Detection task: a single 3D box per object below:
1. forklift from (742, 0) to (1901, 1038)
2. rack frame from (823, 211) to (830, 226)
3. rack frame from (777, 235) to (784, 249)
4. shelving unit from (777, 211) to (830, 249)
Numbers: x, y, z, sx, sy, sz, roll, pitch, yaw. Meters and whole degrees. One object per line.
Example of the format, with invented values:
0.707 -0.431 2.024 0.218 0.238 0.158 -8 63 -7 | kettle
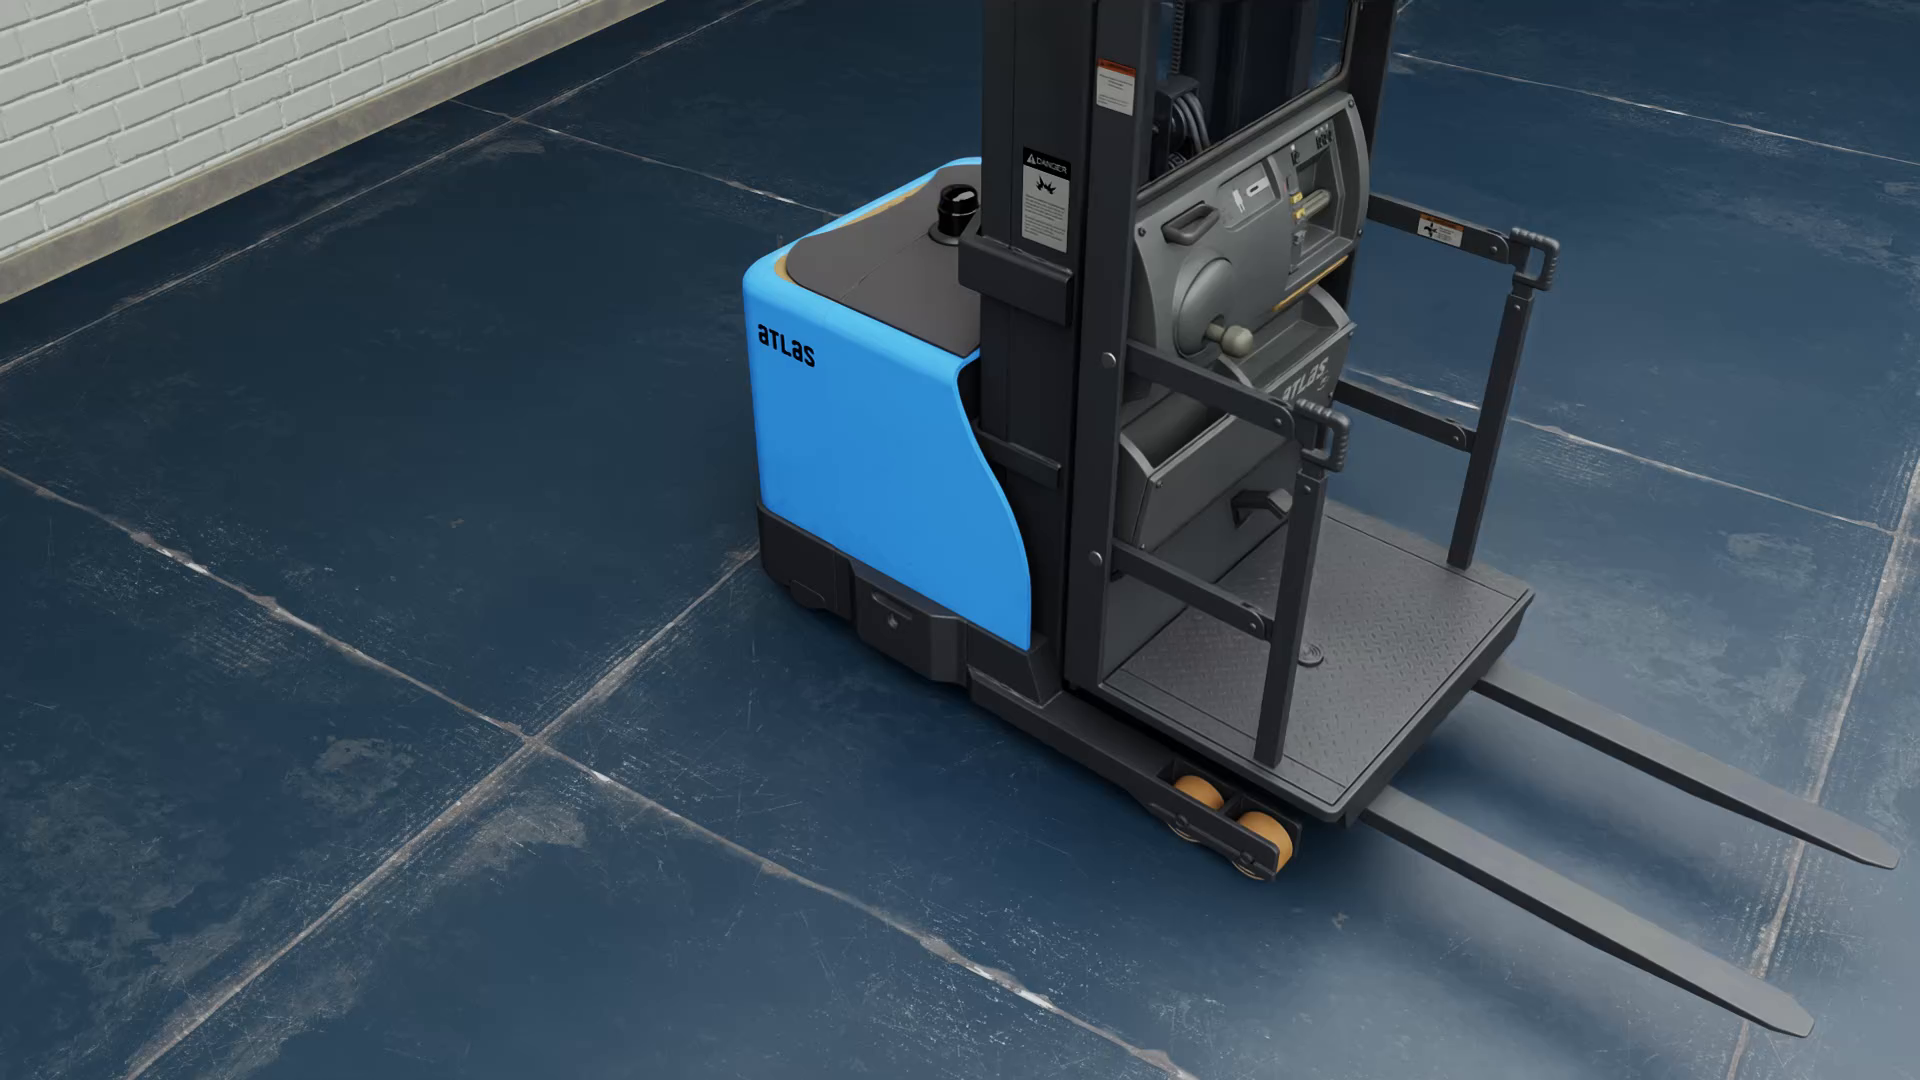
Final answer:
0.850 -0.682 3.734 3.031 2.935 1.130 27 45 31 | forklift
-0.323 -0.602 5.294 0.240 0.900 0.006 26 45 30 | rack frame
-0.450 -0.505 5.168 0.240 0.900 0.006 26 45 30 | rack frame
-0.387 -0.554 5.231 0.258 0.900 0.210 26 45 30 | shelving unit
